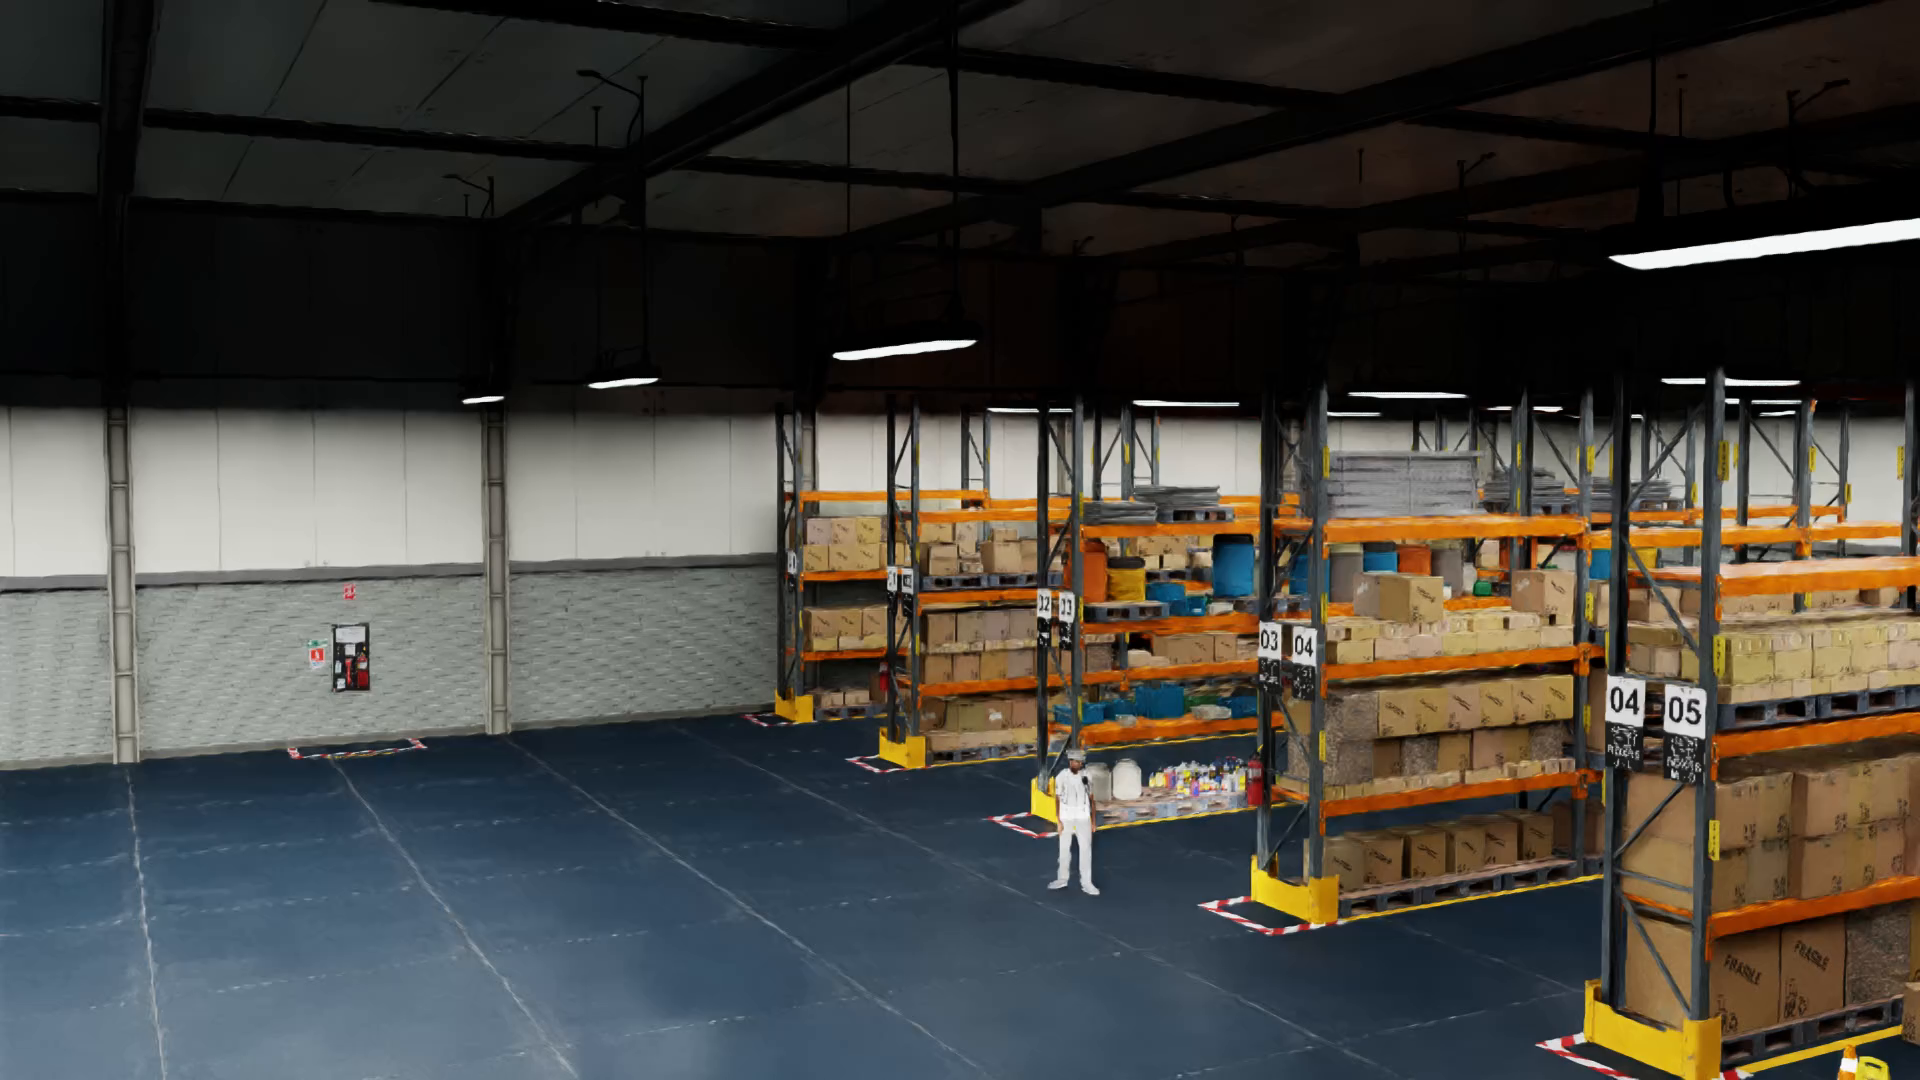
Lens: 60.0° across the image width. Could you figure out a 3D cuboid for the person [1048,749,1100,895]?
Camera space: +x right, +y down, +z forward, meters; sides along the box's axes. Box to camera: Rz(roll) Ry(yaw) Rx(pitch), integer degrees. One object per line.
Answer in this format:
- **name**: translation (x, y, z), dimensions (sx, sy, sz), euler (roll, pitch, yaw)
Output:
- **person**: translation (1.315, 3.236, 19.247), dimensions (0.582, 1.677, 0.466), euler (0, 3, -4)
